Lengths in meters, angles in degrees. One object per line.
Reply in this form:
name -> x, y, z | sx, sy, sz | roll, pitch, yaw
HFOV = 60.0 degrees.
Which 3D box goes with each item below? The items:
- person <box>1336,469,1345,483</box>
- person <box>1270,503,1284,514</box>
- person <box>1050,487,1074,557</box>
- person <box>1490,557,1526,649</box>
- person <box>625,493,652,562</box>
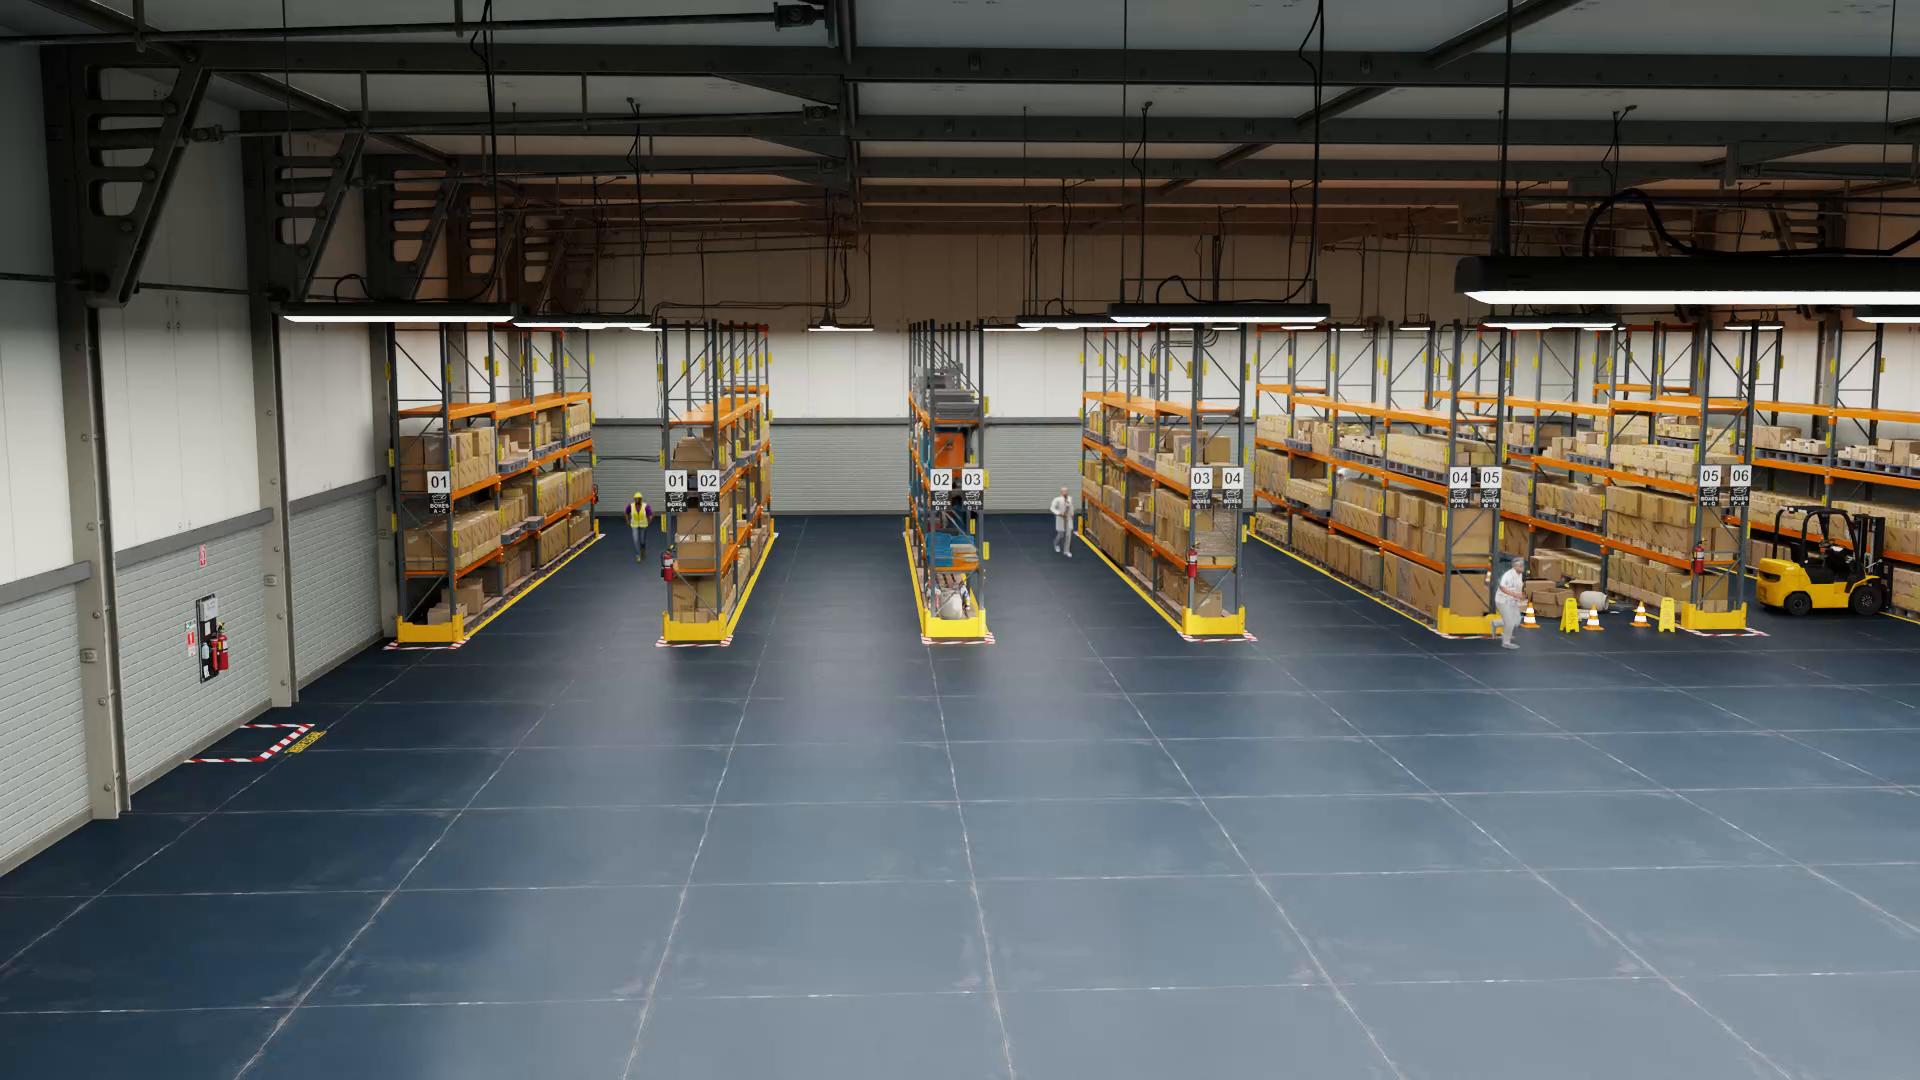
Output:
person -> 11.356, -1.229, 49.332 | 0.909, 1.766, 0.683 | 0, 7, -3
person -> 9.439, -1.137, 48.840 | 0.632, 1.690, 0.717 | 3, 8, 22
person -> 2.680, -0.482, 43.182 | 0.713, 1.776, 0.955 | -2, 7, -17
person -> 10.014, 1.135, 30.385 | 0.649, 1.714, 0.763 | -6, 9, -40
person -> -8.153, -0.341, 42.211 | 0.683, 1.741, 0.851 | -1, 7, -10
